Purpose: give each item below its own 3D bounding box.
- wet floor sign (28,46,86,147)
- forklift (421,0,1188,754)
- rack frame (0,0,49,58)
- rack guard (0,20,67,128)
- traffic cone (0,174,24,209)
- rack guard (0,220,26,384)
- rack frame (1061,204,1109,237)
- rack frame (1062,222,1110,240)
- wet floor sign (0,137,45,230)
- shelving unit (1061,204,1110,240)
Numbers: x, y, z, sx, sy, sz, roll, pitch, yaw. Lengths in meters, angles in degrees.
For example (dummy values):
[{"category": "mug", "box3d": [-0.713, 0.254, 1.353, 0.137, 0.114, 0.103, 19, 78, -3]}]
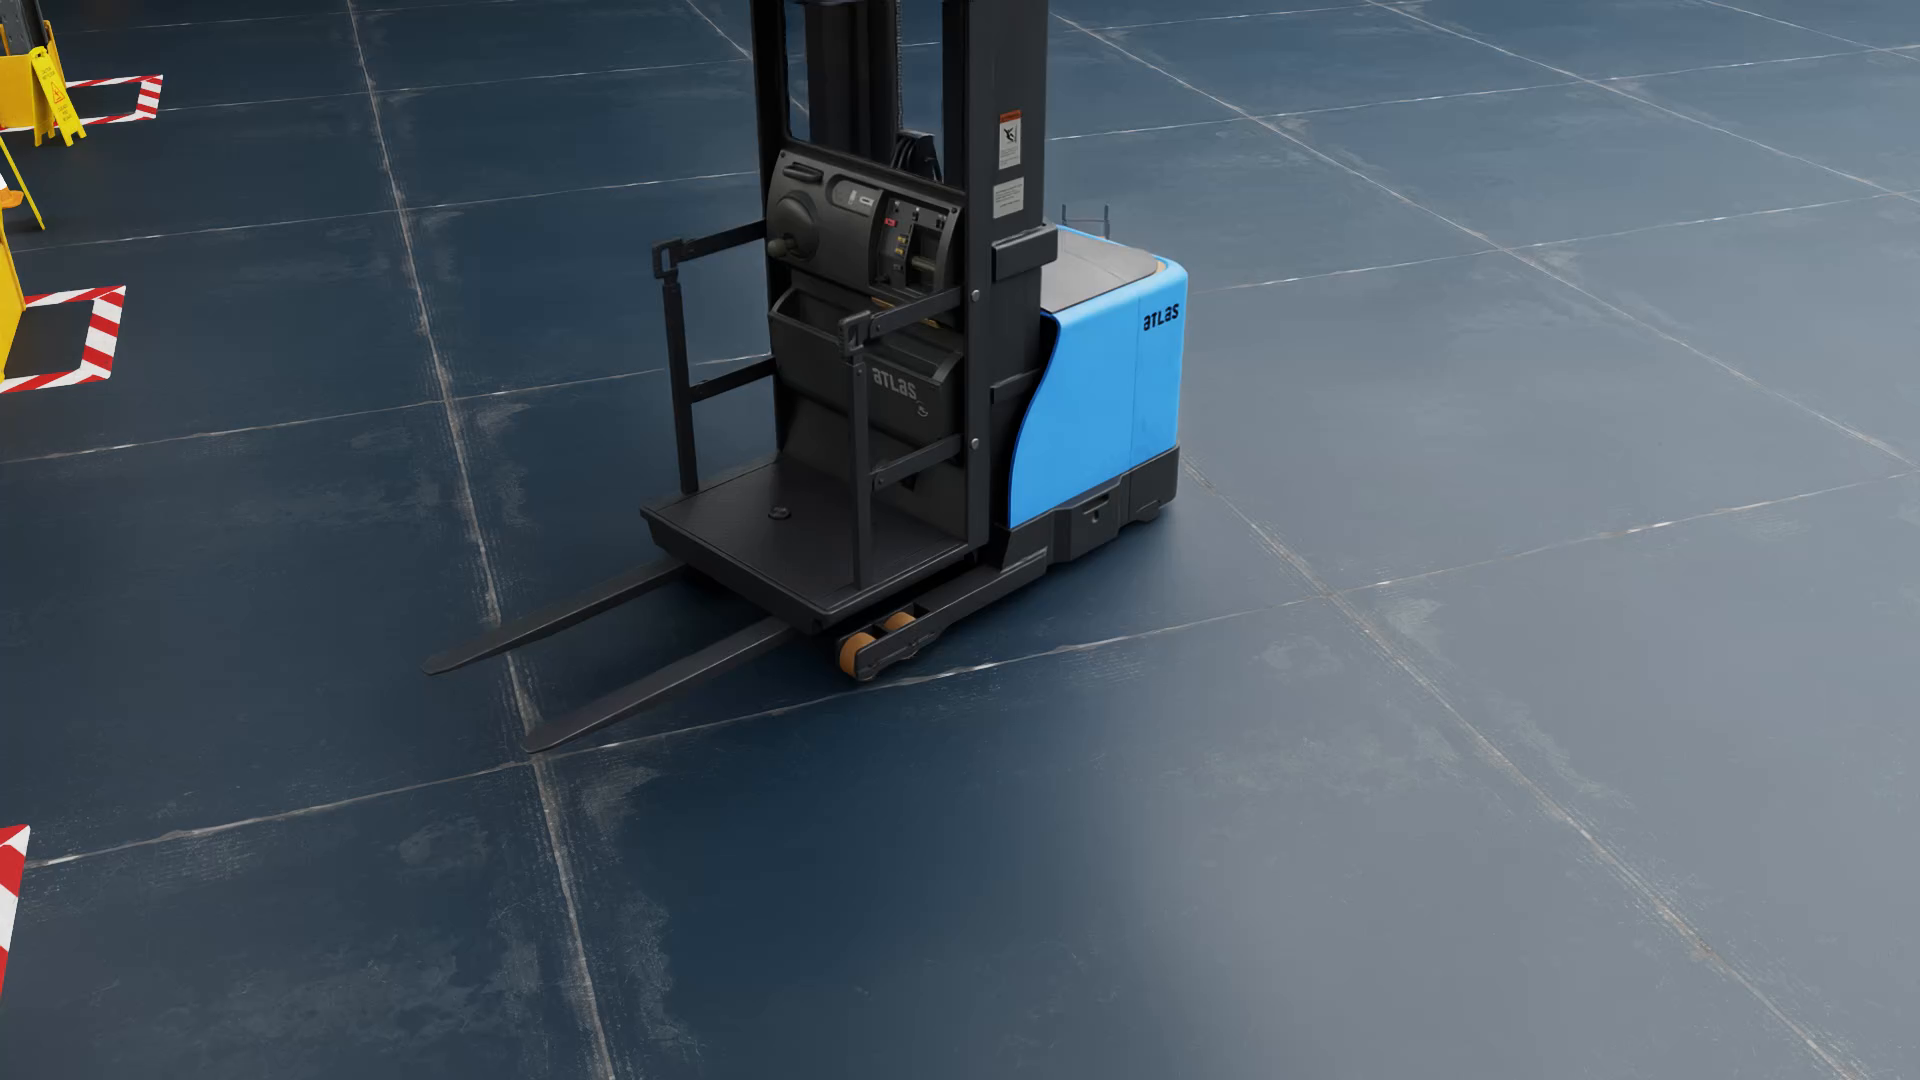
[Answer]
[{"category": "wet floor sign", "box3d": [-6.301, -3.076, 11.497, 0.232, 0.644, 0.267, 0, 30, 0]}, {"category": "forklift", "box3d": [-0.495, -1.065, 5.659, 3.031, 2.935, 1.130, -26, 39, -38]}, {"category": "rack frame", "box3d": [-6.852, -4.562, 11.728, 0.127, 3.000, 1.000, -10, 31, -18]}, {"category": "rack guard", "box3d": [-6.923, -3.463, 12.324, 0.348, 0.500, 1.175, -10, 31, -18]}, {"category": "traffic cone", "box3d": [-6.099, -2.331, 10.374, 0.334, 0.463, 0.336, -10, 31, -18]}, {"category": "rack guard", "box3d": [-5.008, -1.201, 8.353, 0.348, 0.500, 1.175, -10, 31, -18]}, {"category": "rack frame", "box3d": [0.540, -0.987, 7.422, 0.200, 1.050, 0.008, 2, 29, 3]}, {"category": "rack frame", "box3d": [0.527, -0.868, 7.209, 0.200, 1.050, 0.008, 2, 29, 3]}, {"category": "wet floor sign", "box3d": [-5.694, -2.184, 9.931, 0.232, 0.644, 0.267, -16, 33, -26]}, {"category": "shelving unit", "box3d": [0.533, -0.928, 7.315, 0.215, 1.050, 0.252, 2, 29, 3]}]
